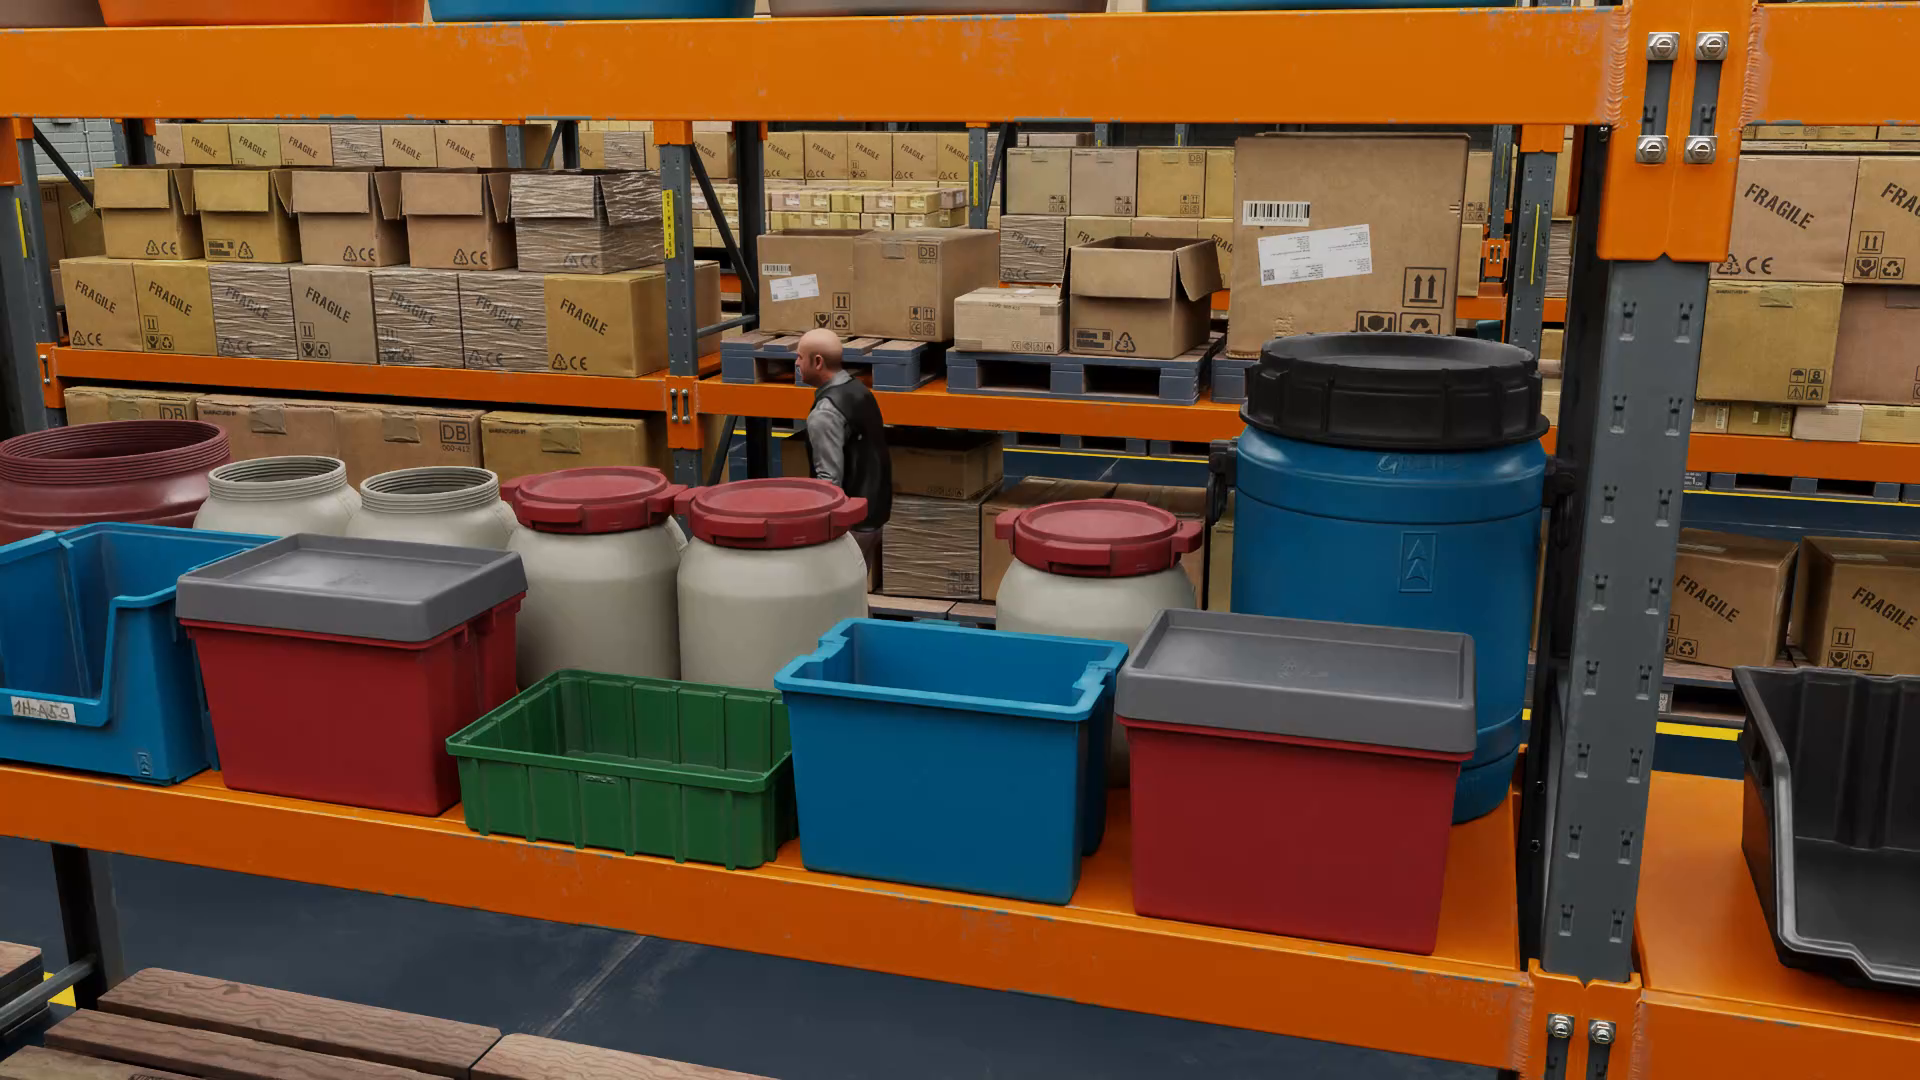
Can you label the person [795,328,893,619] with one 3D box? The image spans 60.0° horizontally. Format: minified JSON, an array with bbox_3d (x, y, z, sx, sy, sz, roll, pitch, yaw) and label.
[{"bbox_3d":[-0.509,-0.073,7.337,0.412,1.721,0.586,4,15,15],"label":"person"}]
